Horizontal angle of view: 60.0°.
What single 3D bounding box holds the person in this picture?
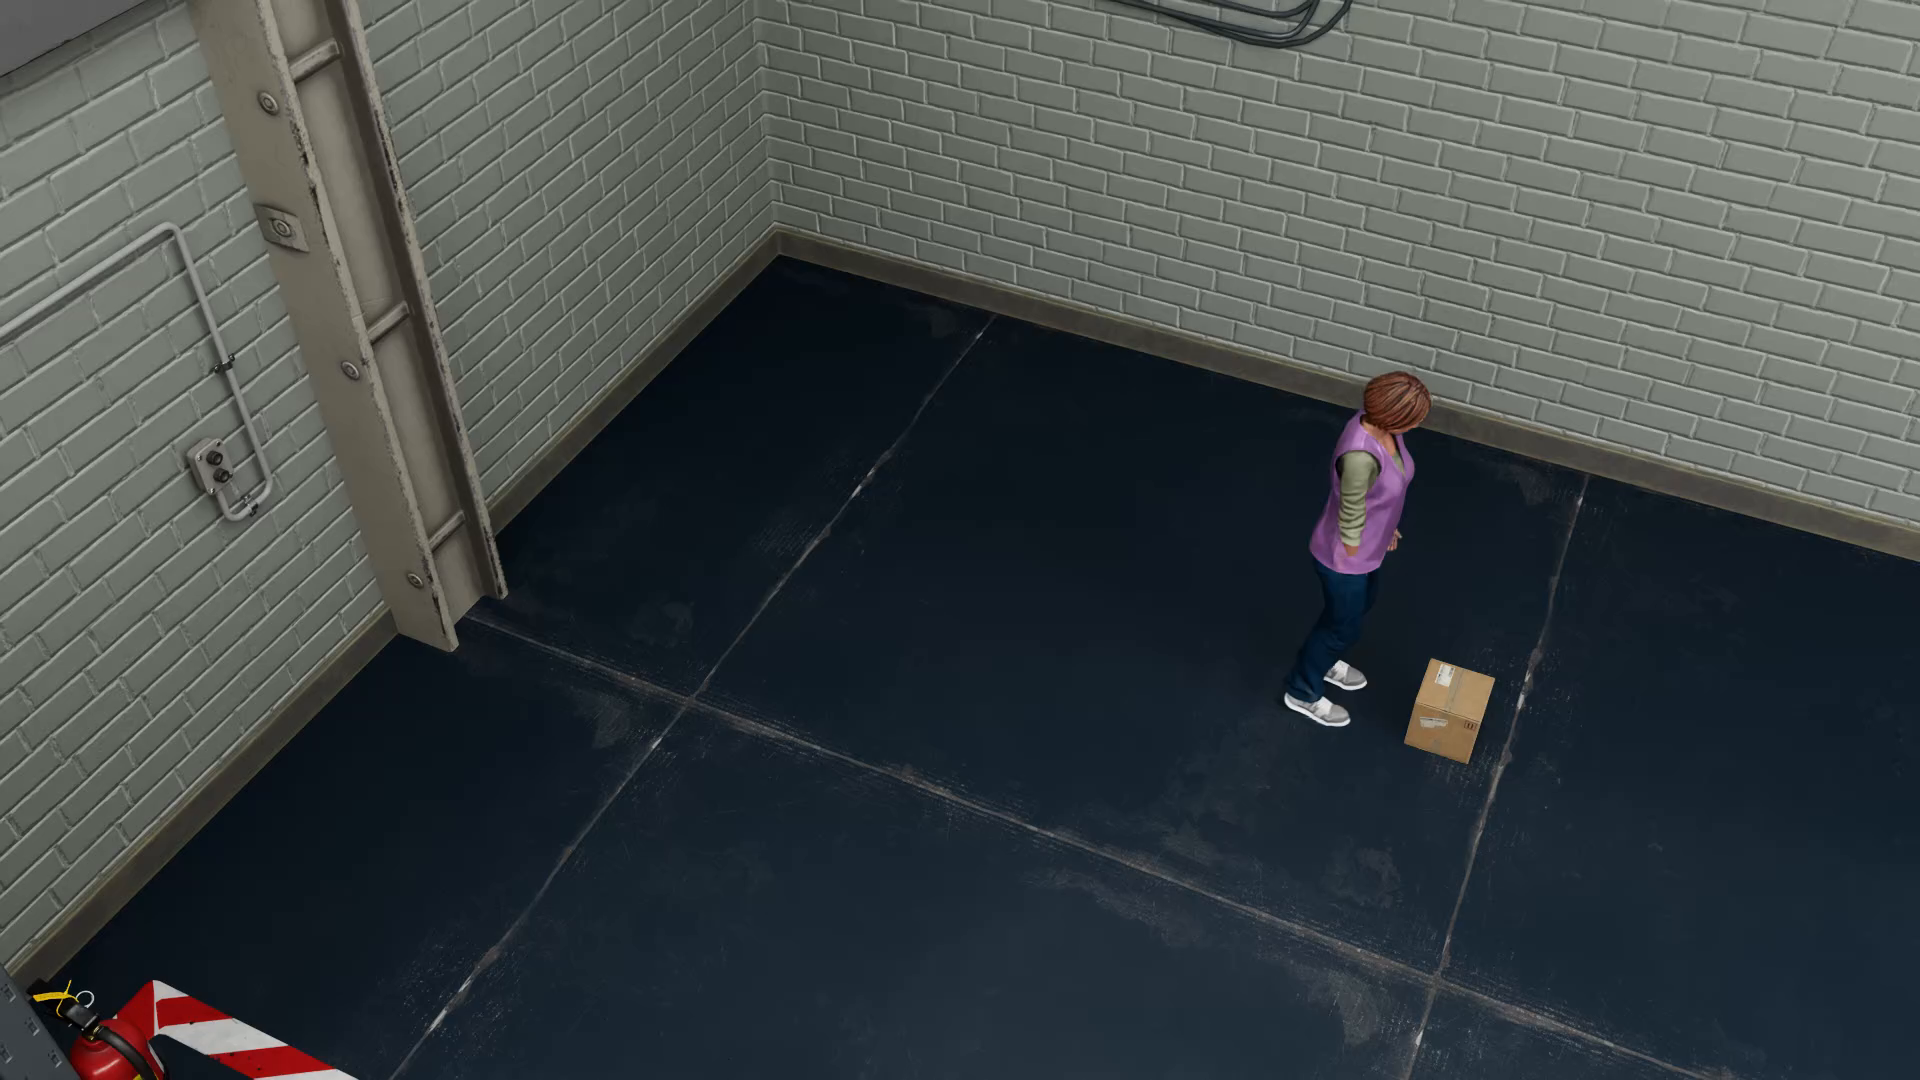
[{"bbox_3d":[1.460,0.023,6.168,0.310,1.577,0.411,18,46,19],"label":"person"}]
